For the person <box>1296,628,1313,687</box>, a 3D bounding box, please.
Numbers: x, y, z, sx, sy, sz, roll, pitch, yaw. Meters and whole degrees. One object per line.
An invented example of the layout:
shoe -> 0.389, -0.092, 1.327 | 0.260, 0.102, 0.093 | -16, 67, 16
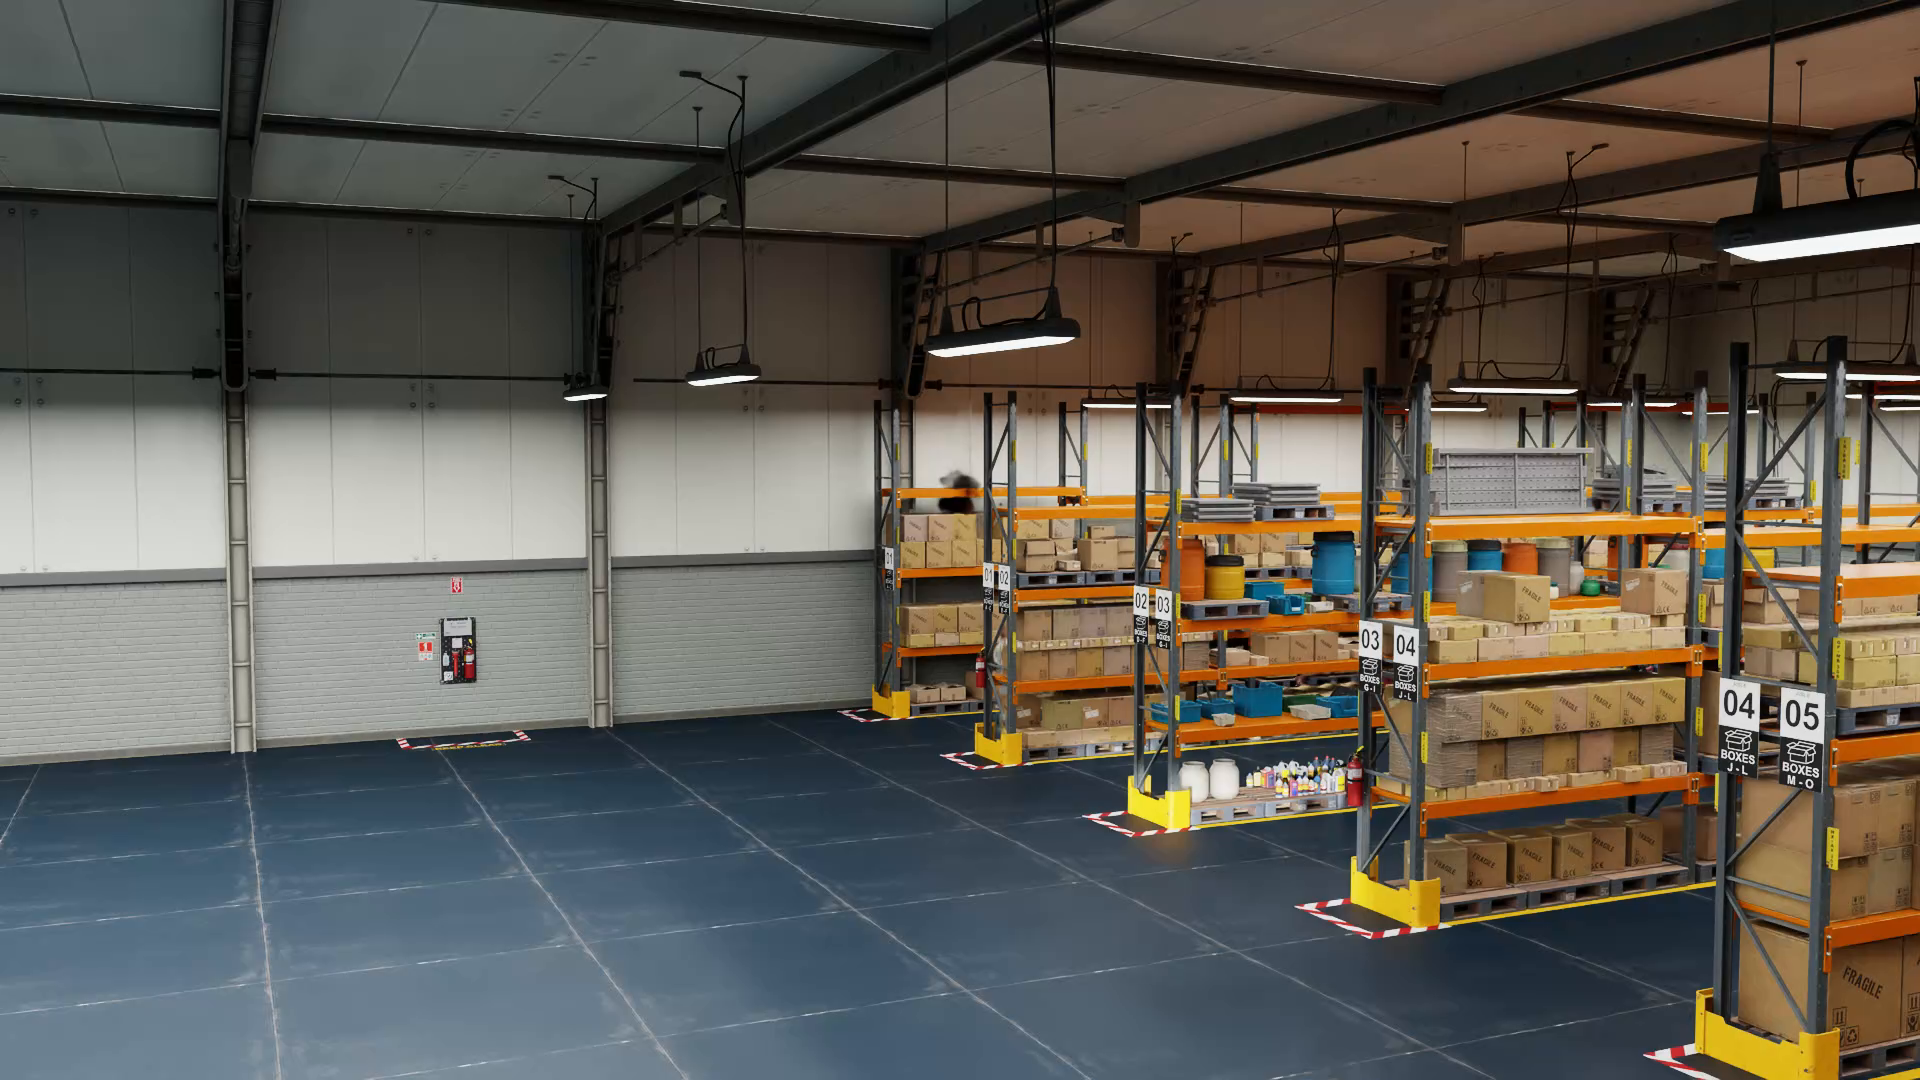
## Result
person -> 6.631, 2.496, 31.952 | 0.523, 1.624, 0.588 | -1, 4, -24

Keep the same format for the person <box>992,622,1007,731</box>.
person -> 0.787, 2.357, 29.062 | 0.748, 1.909, 0.642 | -1, 4, -23
